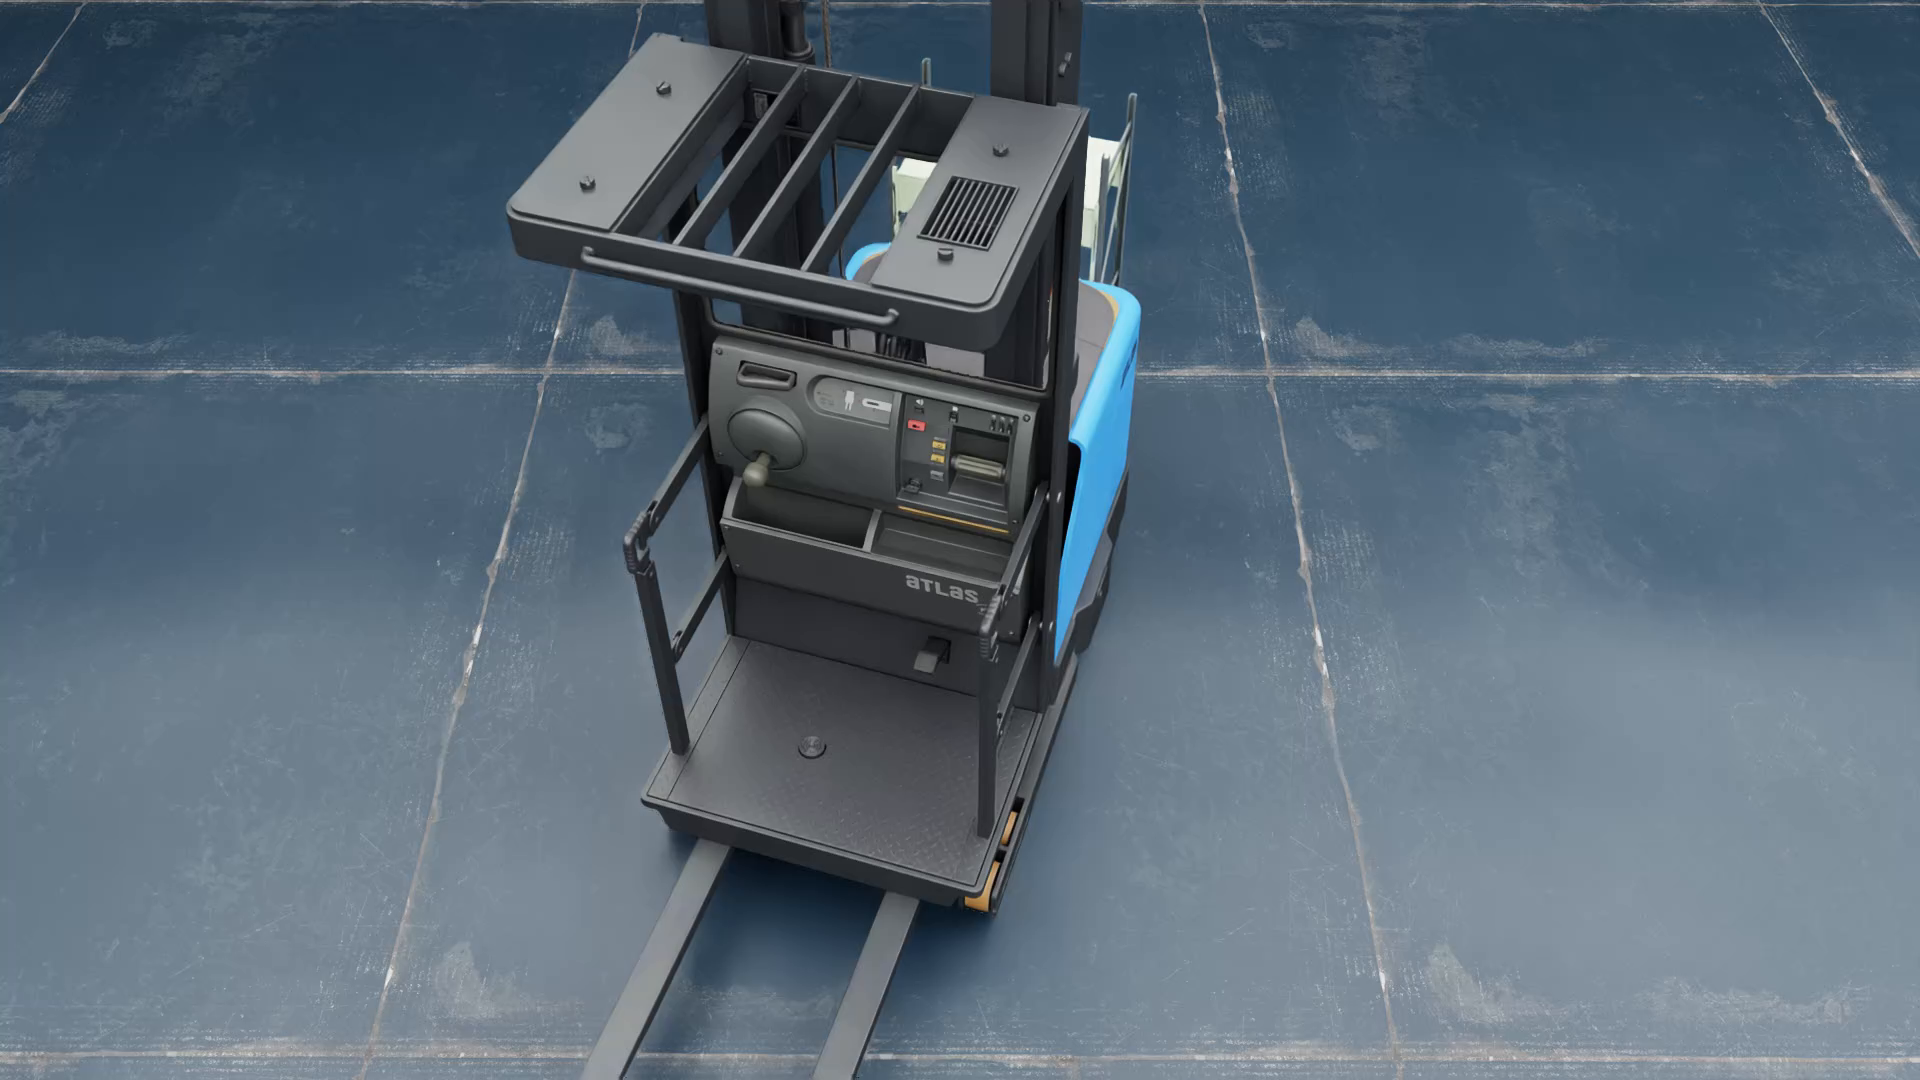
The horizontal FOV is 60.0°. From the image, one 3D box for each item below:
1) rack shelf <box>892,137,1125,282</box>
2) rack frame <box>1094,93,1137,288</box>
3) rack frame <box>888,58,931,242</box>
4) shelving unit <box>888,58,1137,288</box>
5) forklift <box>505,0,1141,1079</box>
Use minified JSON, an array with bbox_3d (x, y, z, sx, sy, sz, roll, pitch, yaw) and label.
[{"bbox_3d":[0.176,-1.201,5.810,0.720,0.370,0.431,13,48,12],"label":"rack shelf"},{"bbox_3d":[0.525,-0.854,6.020,0.023,1.500,0.400,13,48,12],"label":"rack frame"},{"bbox_3d":[-0.172,-1.017,6.172,0.023,1.500,0.400,13,48,12],"label":"rack frame"},{"bbox_3d":[0.176,-0.935,6.096,0.755,1.500,0.431,13,48,12],"label":"shelving unit"},{"bbox_3d":[-0.314,-0.184,4.419,1.130,2.935,3.031,13,48,12],"label":"forklift"}]
